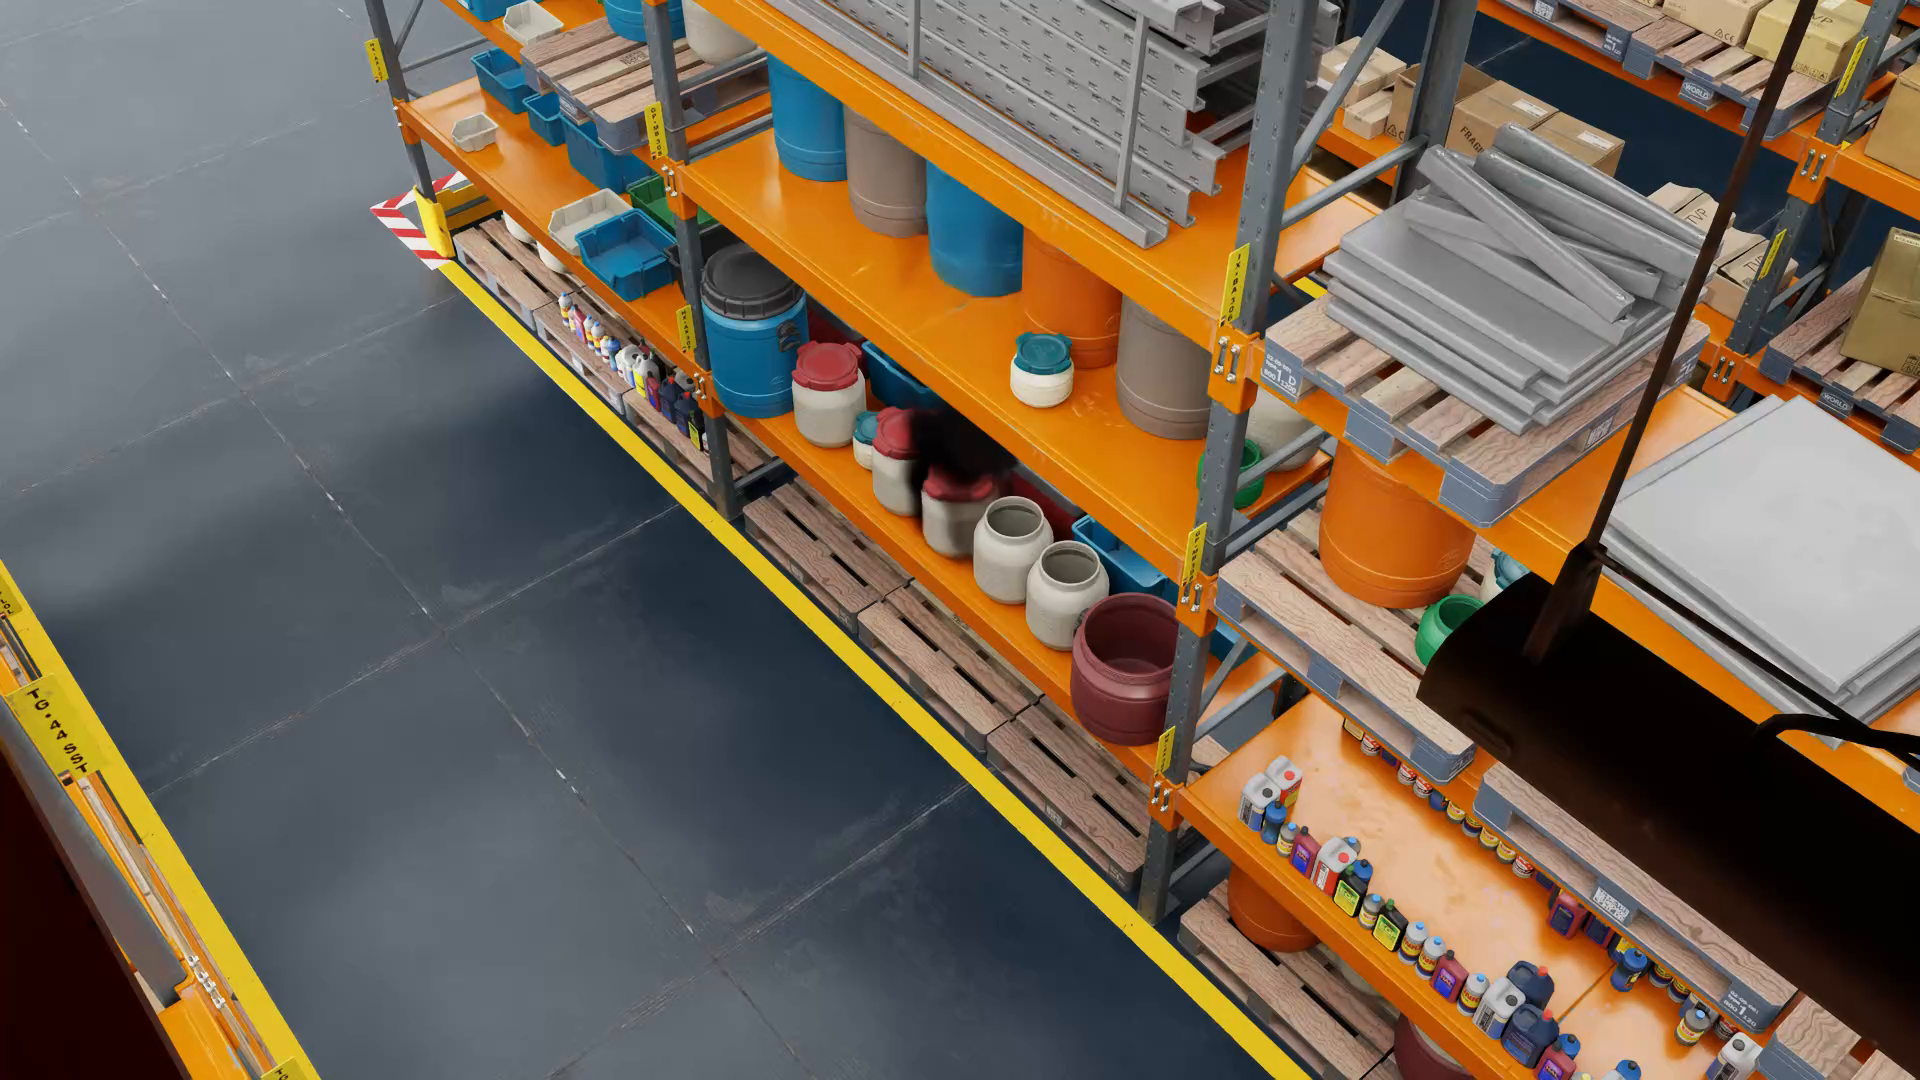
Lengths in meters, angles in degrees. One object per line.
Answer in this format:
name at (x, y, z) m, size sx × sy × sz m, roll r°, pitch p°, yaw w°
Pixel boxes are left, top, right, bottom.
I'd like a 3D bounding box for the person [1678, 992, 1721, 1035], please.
person at (3.773, 5.509, 4.686) m, size 2.642 × 1.587 × 8.383 m, roll -18°, pitch 49°, yaw -16°
